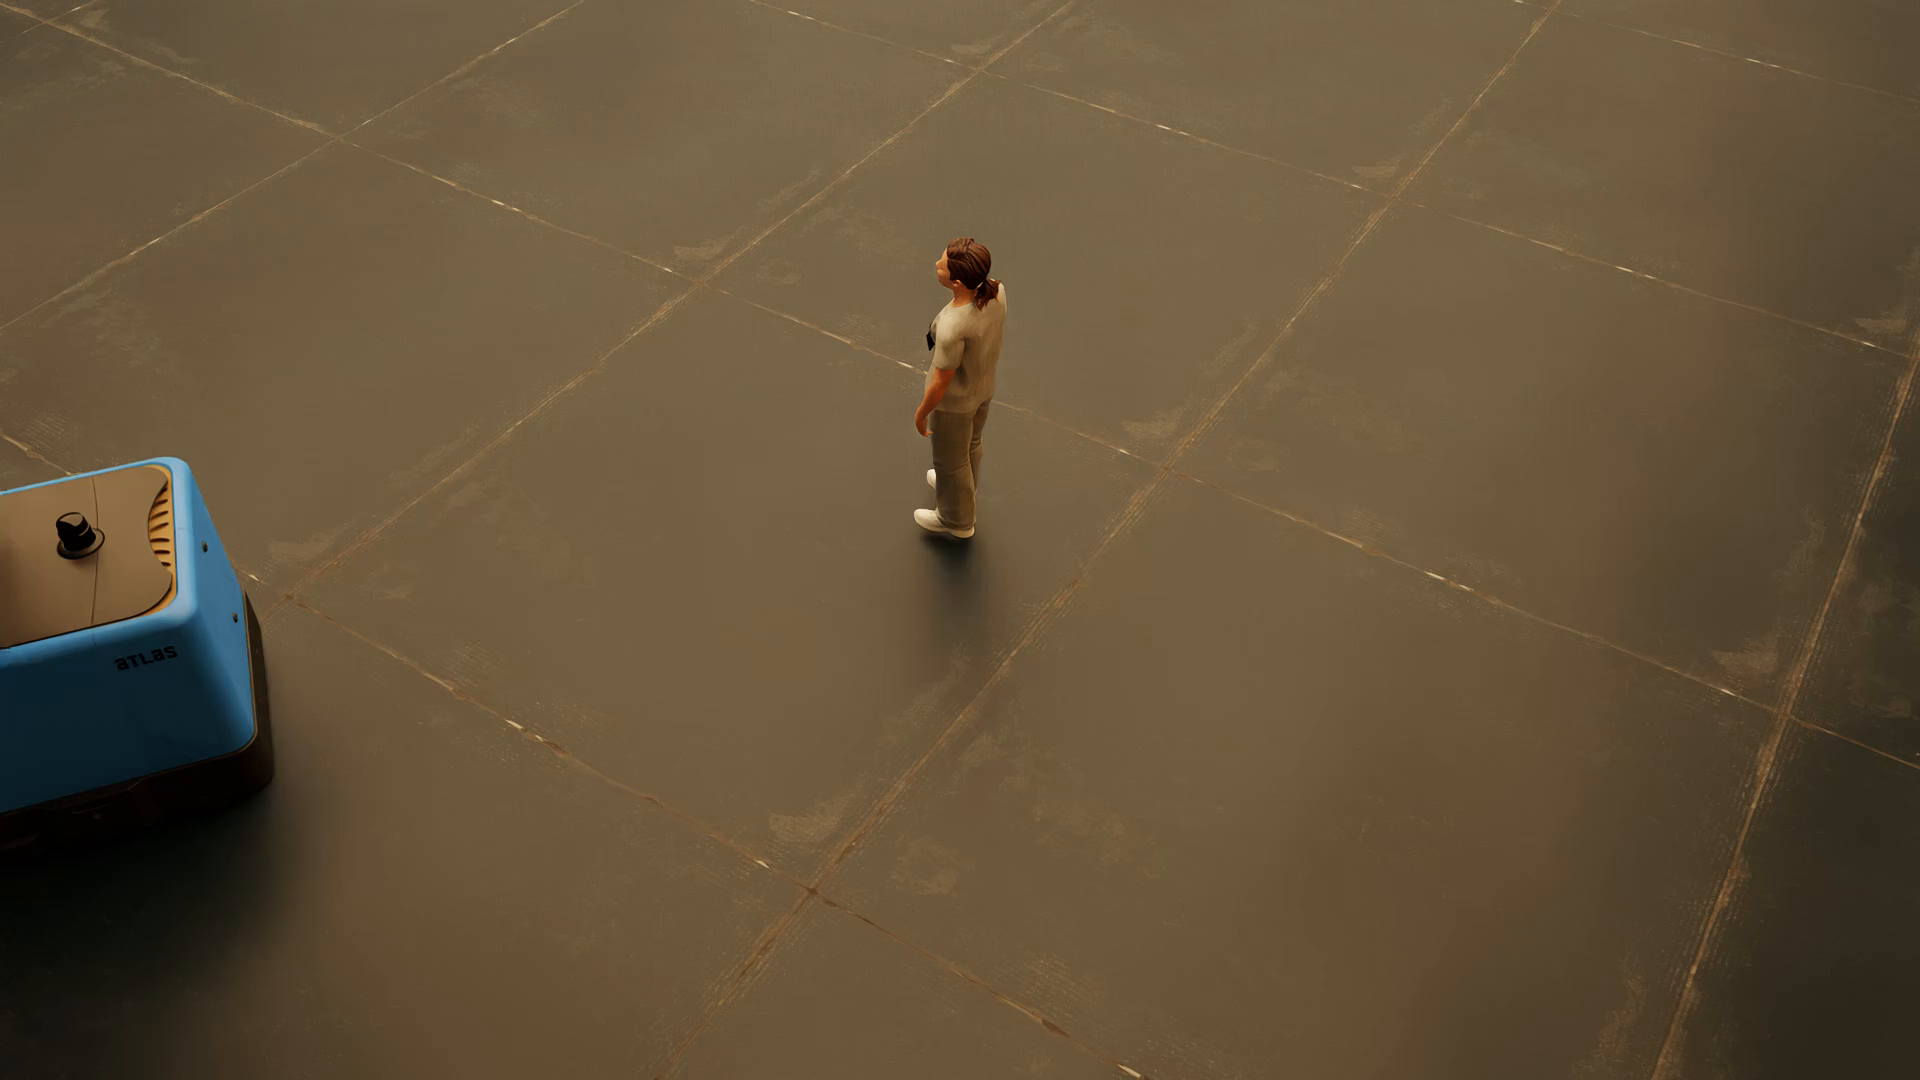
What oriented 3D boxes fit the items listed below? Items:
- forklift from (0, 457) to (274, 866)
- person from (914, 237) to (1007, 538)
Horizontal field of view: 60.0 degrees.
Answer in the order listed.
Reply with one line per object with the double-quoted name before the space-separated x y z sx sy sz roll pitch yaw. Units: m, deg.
"forklift" -4.405 0.023 5.824 3.031 2.935 1.130 -15 45 -15
"person" -0.054 -0.678 7.406 0.549 1.675 0.549 24 48 23
